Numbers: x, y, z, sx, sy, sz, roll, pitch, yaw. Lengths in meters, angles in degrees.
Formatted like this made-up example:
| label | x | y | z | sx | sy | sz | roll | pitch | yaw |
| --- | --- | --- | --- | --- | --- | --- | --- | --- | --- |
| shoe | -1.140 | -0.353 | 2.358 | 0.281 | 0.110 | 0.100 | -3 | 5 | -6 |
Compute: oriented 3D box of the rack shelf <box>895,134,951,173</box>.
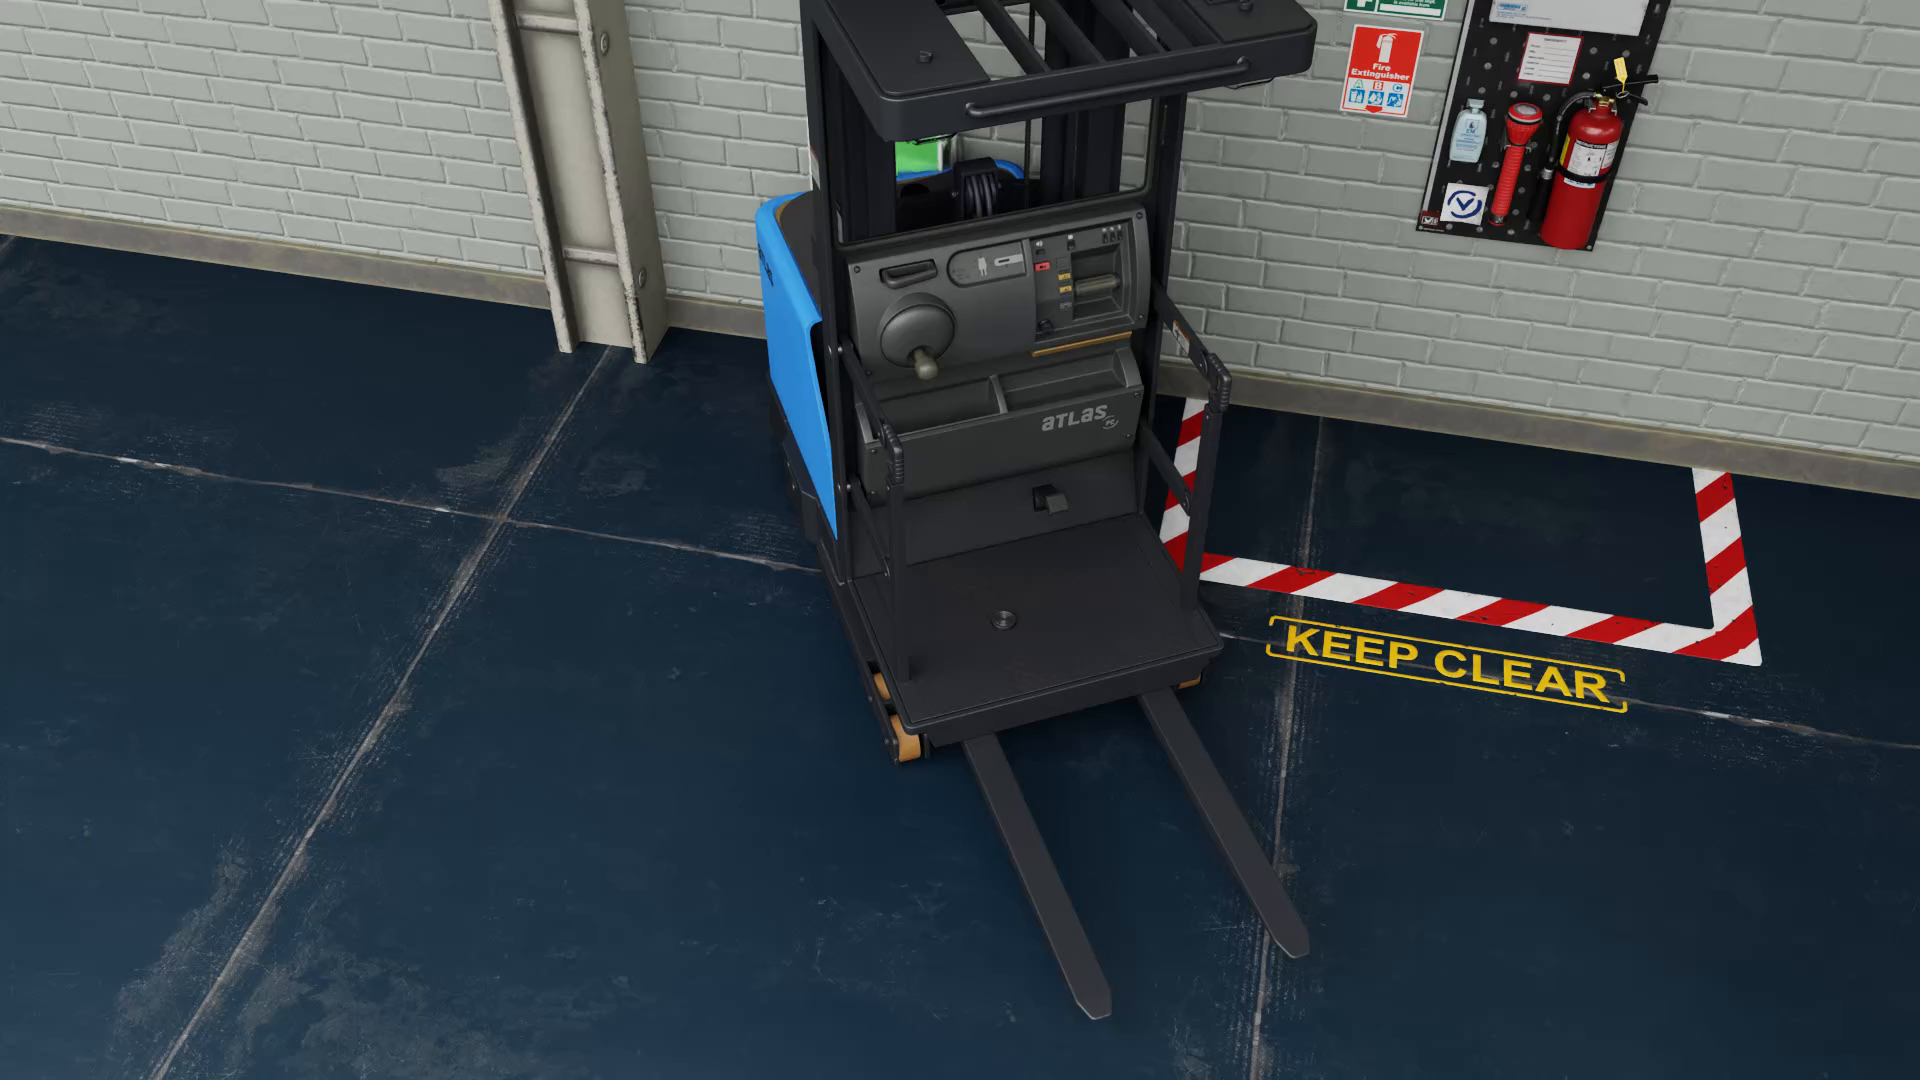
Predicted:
| label | x | y | z | sx | sy | sz | roll | pitch | yaw |
| --- | --- | --- | --- | --- | --- | --- | --- | --- | --- |
| rack shelf | -0.294 | -1.459 | 6.255 | 0.480 | 0.148 | 0.258 | 9 | 43 | 9 |

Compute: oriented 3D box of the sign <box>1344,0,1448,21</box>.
| label | x | y | z | sx | sy | sz | roll | pitch | yaw |
| --- | --- | --- | --- | --- | --- | --- | --- | --- | --- |
| sign | 1.456 | -1.802 | 5.551 | 0.331 | 0.109 | 0.001 | 9 | 45 | 9 |

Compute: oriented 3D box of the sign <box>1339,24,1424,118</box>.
| label | x | y | z | sx | sy | sz | roll | pitch | yaw |
| --- | --- | --- | --- | --- | --- | --- | --- | --- | --- |
| sign | 1.453 | -1.617 | 5.742 | 0.234 | 0.329 | 0.001 | 9 | 45 | 9 |

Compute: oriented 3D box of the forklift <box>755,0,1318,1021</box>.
| label | x | y | z | sx | sy | sz | roll | pitch | yaw |
| --- | --- | --- | --- | --- | --- | --- | --- | --- | --- |
| forklift | 0.198 | -0.646 | 4.808 | 1.130 | 2.935 | 3.031 | -13 | 45 | -13 |

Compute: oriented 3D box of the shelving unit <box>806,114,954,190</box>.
| label | x | y | z | sx | sy | sz | roll | pitch | yaw |
| --- | --- | --- | --- | --- | --- | --- | --- | --- | --- |
| shelving unit | -0.299 | -1.153 | 6.537 | 0.503 | 1.200 | 0.258 | 9 | 43 | 9 |

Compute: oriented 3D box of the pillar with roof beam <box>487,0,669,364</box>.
| label | x | y | z | sx | sy | sz | roll | pitch | yaw |
| --- | --- | --- | --- | --- | --- | --- | --- | --- | --- |
| pillar with roof beam | -2.422 | -1.208 | 1.016 | 0.400 | 9.000 | 9.100 | 9 | 45 | 9 |

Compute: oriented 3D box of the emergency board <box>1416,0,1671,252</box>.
| label | x | y | z | sx | sy | sz | roll | pitch | yaw |
| --- | --- | --- | --- | --- | --- | --- | --- | --- | --- |
| emergency board | 1.970 | -1.451 | 5.595 | 0.643 | 1.169 | 0.194 | 9 | 45 | 9 |

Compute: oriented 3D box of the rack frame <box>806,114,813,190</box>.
| label | x | y | z | sx | sy | sz | roll | pitch | yaw |
| --- | --- | --- | --- | --- | --- | --- | --- | --- | --- |
| rack frame | -0.537 | -1.192 | 6.574 | 0.015 | 1.200 | 0.240 | 9 | 43 | 9 |

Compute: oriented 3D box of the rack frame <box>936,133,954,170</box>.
| label | x | y | z | sx | sy | sz | roll | pitch | yaw |
| --- | --- | --- | --- | --- | --- | --- | --- | --- | --- |
| rack frame | -0.061 | -1.115 | 6.500 | 0.015 | 1.200 | 0.240 | 9 | 43 | 9 |

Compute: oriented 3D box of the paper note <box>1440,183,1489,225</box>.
| label | x | y | z | sx | sy | sz | roll | pitch | yaw |
| --- | --- | --- | --- | --- | --- | --- | --- | --- | --- |
| paper note | 1.813 | -1.207 | 5.976 | 0.142 | 0.148 | 0.016 | 9 | 45 | 9 |
